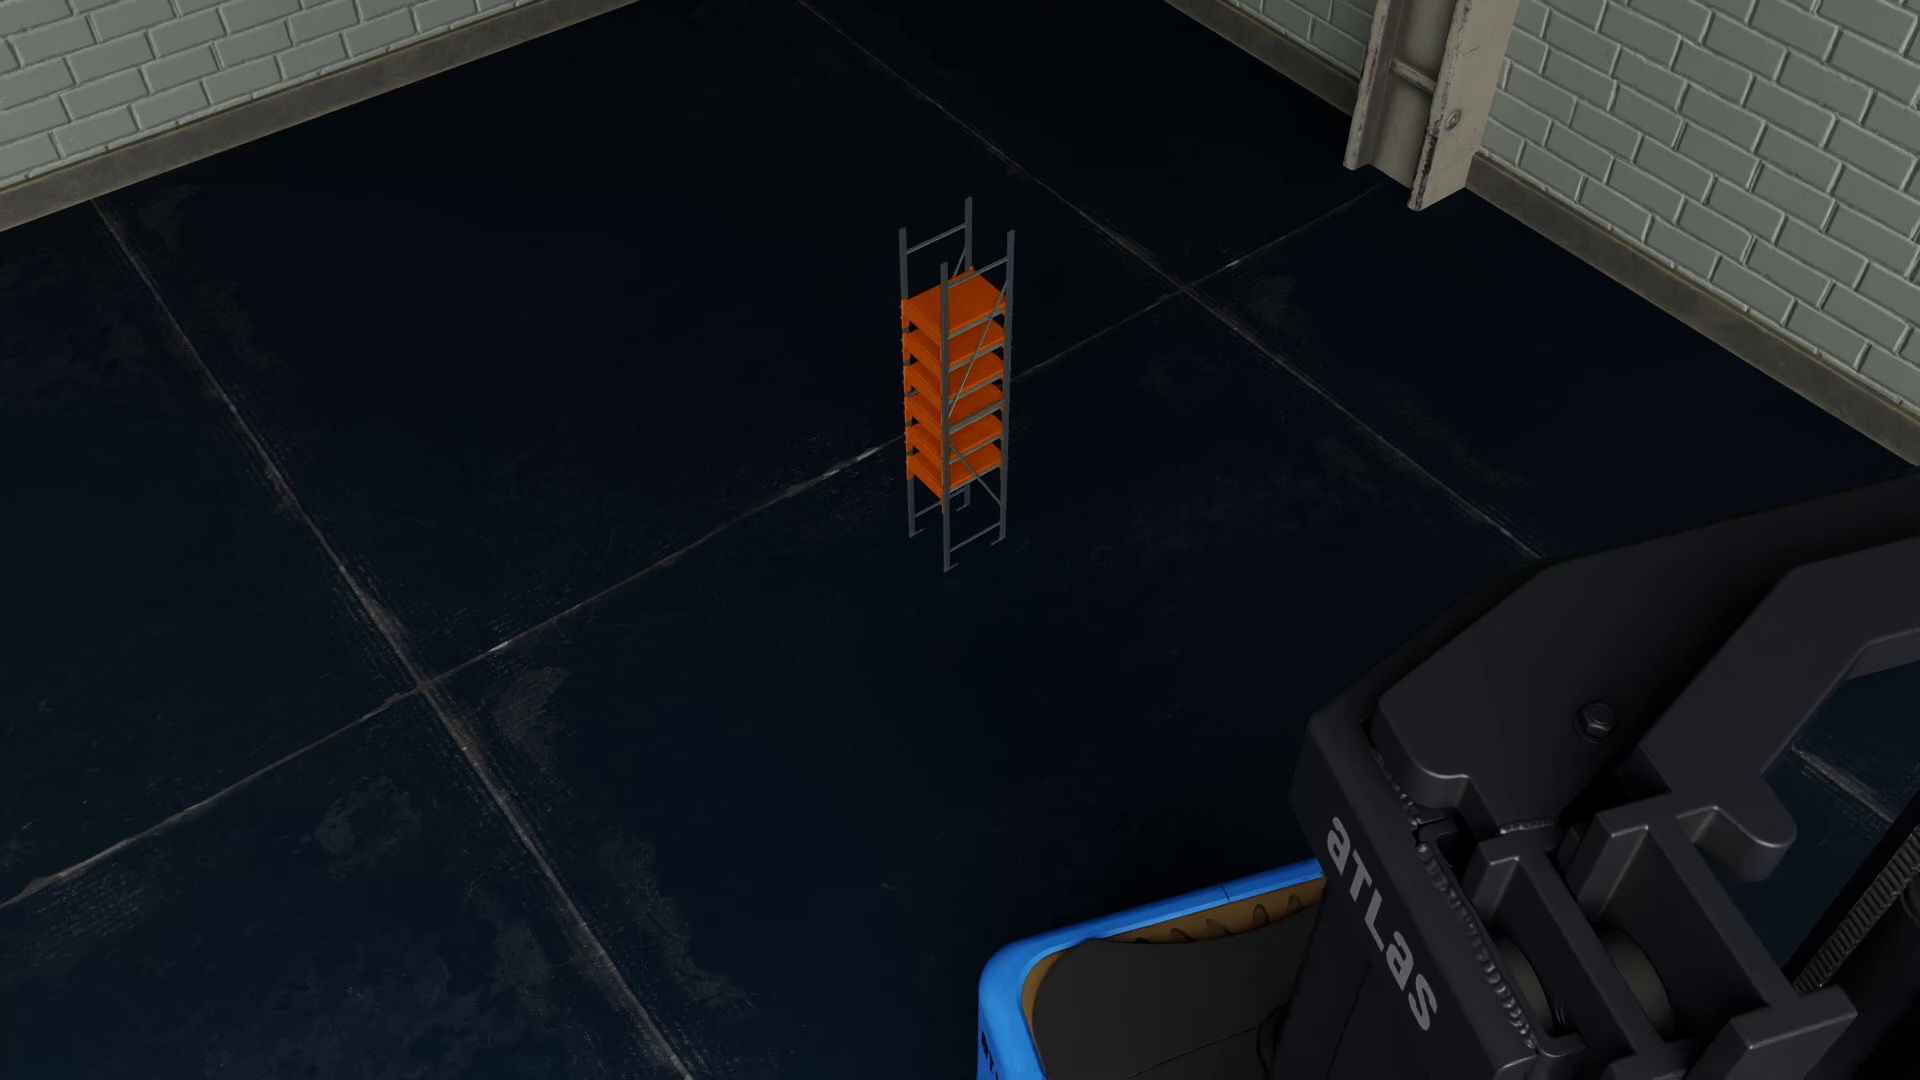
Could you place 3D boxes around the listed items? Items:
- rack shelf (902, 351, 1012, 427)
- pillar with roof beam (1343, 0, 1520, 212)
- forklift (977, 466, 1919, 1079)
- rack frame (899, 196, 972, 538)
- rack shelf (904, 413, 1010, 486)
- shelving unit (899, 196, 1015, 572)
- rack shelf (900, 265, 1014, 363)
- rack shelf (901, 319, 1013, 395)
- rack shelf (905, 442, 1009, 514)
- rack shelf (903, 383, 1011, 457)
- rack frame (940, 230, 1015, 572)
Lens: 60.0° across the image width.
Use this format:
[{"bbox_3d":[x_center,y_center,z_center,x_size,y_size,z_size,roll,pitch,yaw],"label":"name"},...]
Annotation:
[{"bbox_3d":[-0.009,-0.462,4.757,0.258,0.103,0.180,-29,54,-24],"label":"rack shelf"},{"bbox_3d":[-1.668,-2.537,1.476,9.100,9.000,0.400,-29,54,-24],"label":"pillar with roof beam"},{"bbox_3d":[0.936,1.448,1.959,1.130,2.935,3.031,-13,49,-11],"label":"forklift"},{"bbox_3d":[-0.064,-0.465,4.862,0.240,1.200,0.006,-29,54,-24],"label":"rack frame"},{"bbox_3d":[-0.009,-0.301,4.935,0.258,0.103,0.180,-29,54,-24],"label":"rack shelf"},{"bbox_3d":[-0.009,-0.412,4.813,0.258,1.200,0.189,-29,54,-24],"label":"shelving unit"},{"bbox_3d":[-0.009,-0.623,4.579,0.258,0.103,0.180,-29,54,-24],"label":"rack shelf"},{"bbox_3d":[-0.009,-0.543,4.668,0.258,0.103,0.180,-29,54,-24],"label":"rack shelf"},{"bbox_3d":[-0.009,-0.220,5.024,0.258,0.103,0.180,-29,54,-24],"label":"rack shelf"},{"bbox_3d":[-0.009,-0.382,4.846,0.258,0.103,0.180,-29,54,-24],"label":"rack shelf"},{"bbox_3d":[0.047,-0.358,4.764,0.240,1.200,0.006,-29,54,-24],"label":"rack frame"}]
